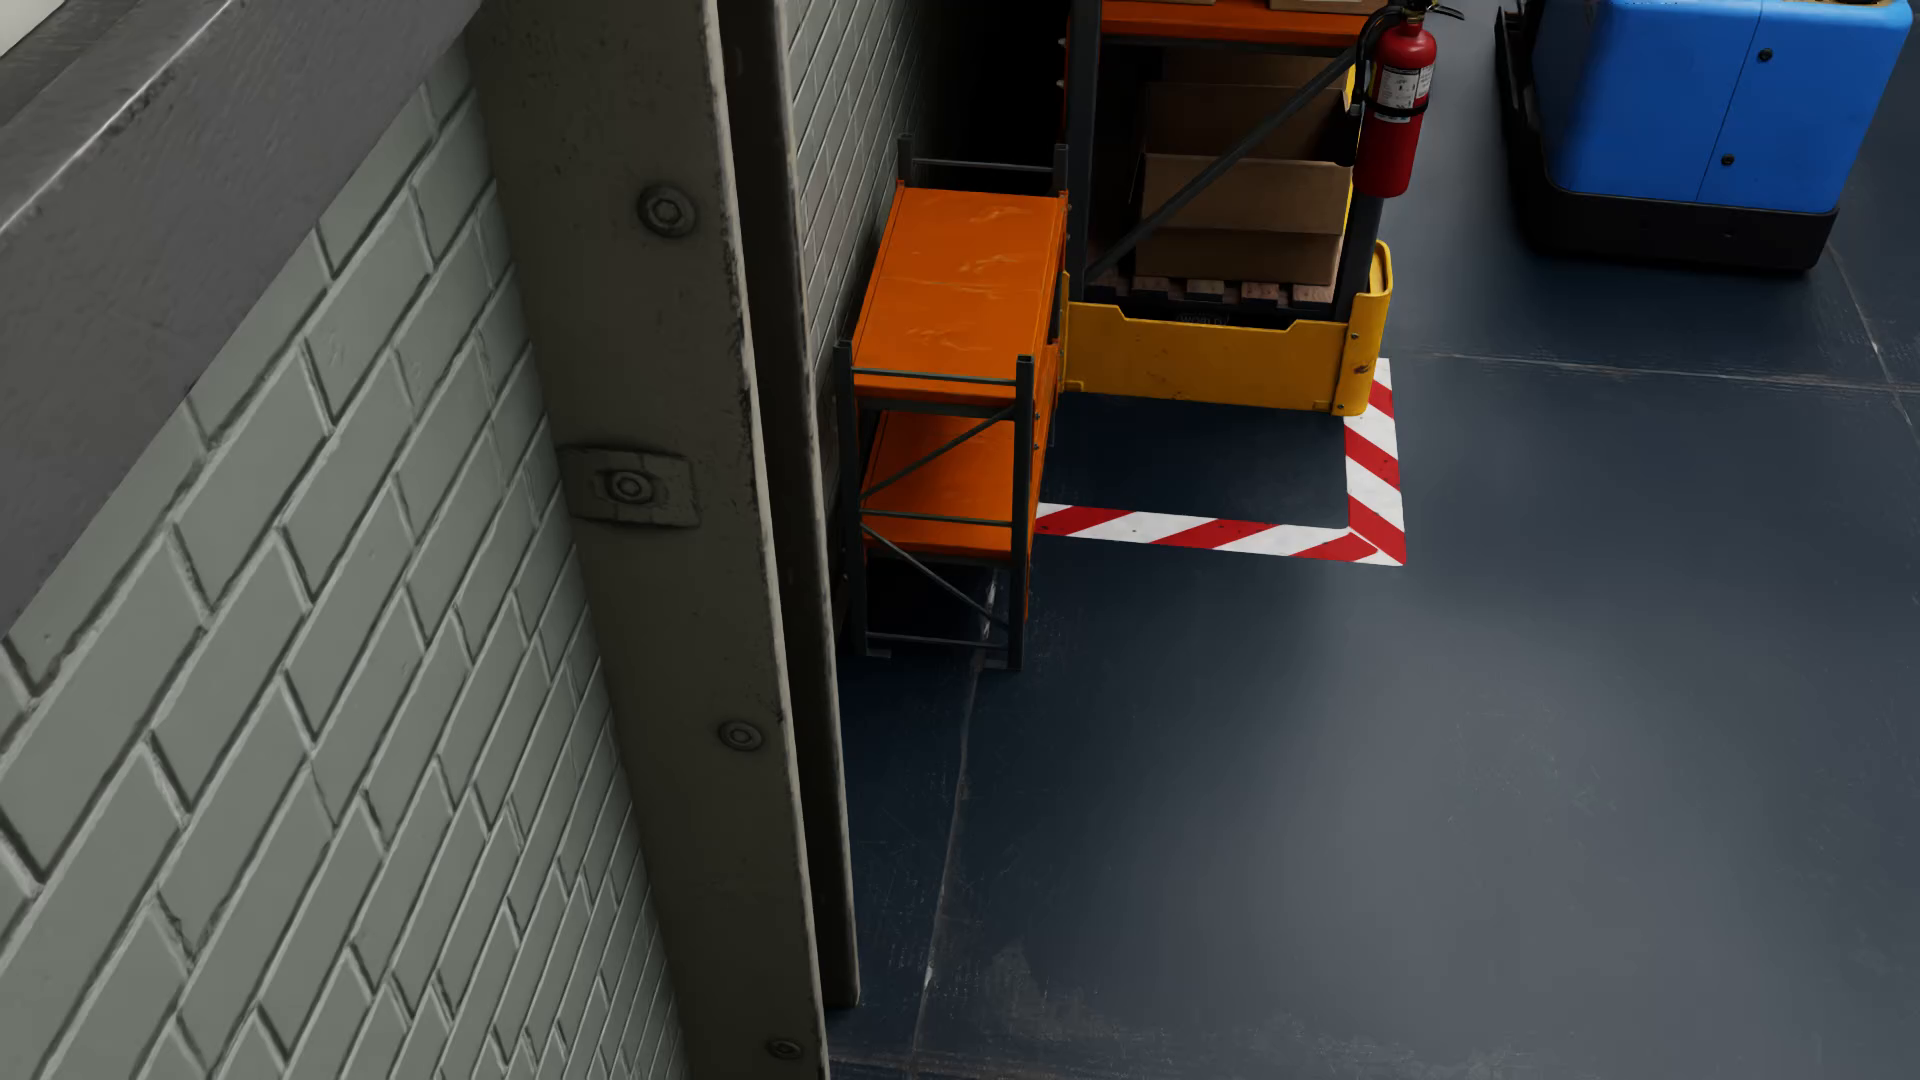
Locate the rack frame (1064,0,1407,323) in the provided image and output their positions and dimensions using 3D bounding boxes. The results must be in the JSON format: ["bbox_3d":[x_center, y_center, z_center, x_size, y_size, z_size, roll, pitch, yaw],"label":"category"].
[{"bbox_3d":[0.827,-1.624,4.784,1.000,3.000,0.127,5,44,6],"label":"rack frame"}]

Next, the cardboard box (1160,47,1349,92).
[{"bbox_3d":[1.154,-1.856,6.542,0.700,0.500,0.500,7,44,7],"label":"cardboard box"}]

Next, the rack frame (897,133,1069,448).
[{"bbox_3d":[0.067,-0.751,5.225,0.500,1.125,0.032,5,44,5],"label":"rack frame"}]

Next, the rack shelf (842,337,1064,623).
[{"bbox_3d":[0.001,-0.227,5.027,0.538,0.278,1.000,5,44,5],"label":"rack shelf"}]

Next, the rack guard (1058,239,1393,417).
[{"bbox_3d":[0.837,-0.768,5.698,1.175,0.500,0.348,5,44,6],"label":"rack guard"}]

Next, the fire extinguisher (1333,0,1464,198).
[{"bbox_3d":[1.266,-1.319,4.788,0.296,0.674,0.183,5,44,6],"label":"fire extinguisher"}]

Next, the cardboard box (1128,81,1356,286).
[{"bbox_3d":[1.002,-1.279,5.929,0.797,0.503,0.637,4,44,4],"label":"cardboard box"}]

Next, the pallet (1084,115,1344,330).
[{"bbox_3d":[0.942,-1.207,6.371,1.003,0.211,1.213,5,44,6],"label":"pallet"}]

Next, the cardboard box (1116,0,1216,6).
[{"bbox_3d":[0.605,-1.783,5.135,0.380,0.149,0.250,5,44,5],"label":"cardboard box"}]

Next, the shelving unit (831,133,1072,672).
[{"bbox_3d":[0.000,-0.404,4.859,0.538,1.125,1.048,5,44,5],"label":"shelving unit"}]

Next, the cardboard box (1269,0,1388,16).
[{"bbox_3d":[1.143,-1.732,5.080,0.380,0.149,0.250,5,44,5],"label":"cardboard box"}]

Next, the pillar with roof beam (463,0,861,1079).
[{"bbox_3d":[3.845,-1.656,0.454,9.100,9.000,0.400,5,44,6],"label":"pillar with roof beam"}]

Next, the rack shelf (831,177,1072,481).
[{"bbox_3d":[0.000,-0.617,4.657,0.538,0.278,1.000,5,44,5],"label":"rack shelf"}]

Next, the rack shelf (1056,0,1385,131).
[{"bbox_3d":[1.092,-2.726,6.471,1.077,0.370,4.000,5,44,6],"label":"rack shelf"}]

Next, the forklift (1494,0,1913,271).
[{"bbox_3d":[2.959,-3.092,6.384,1.130,2.935,3.031,7,44,7],"label":"forklift"}]

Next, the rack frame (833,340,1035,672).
[{"bbox_3d":[-0.066,-0.058,4.493,0.500,1.125,0.032,5,44,5],"label":"rack frame"}]

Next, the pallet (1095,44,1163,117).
[{"bbox_3d":[1.106,-2.036,7.247,1.003,0.211,1.213,5,44,6],"label":"pallet"}]
